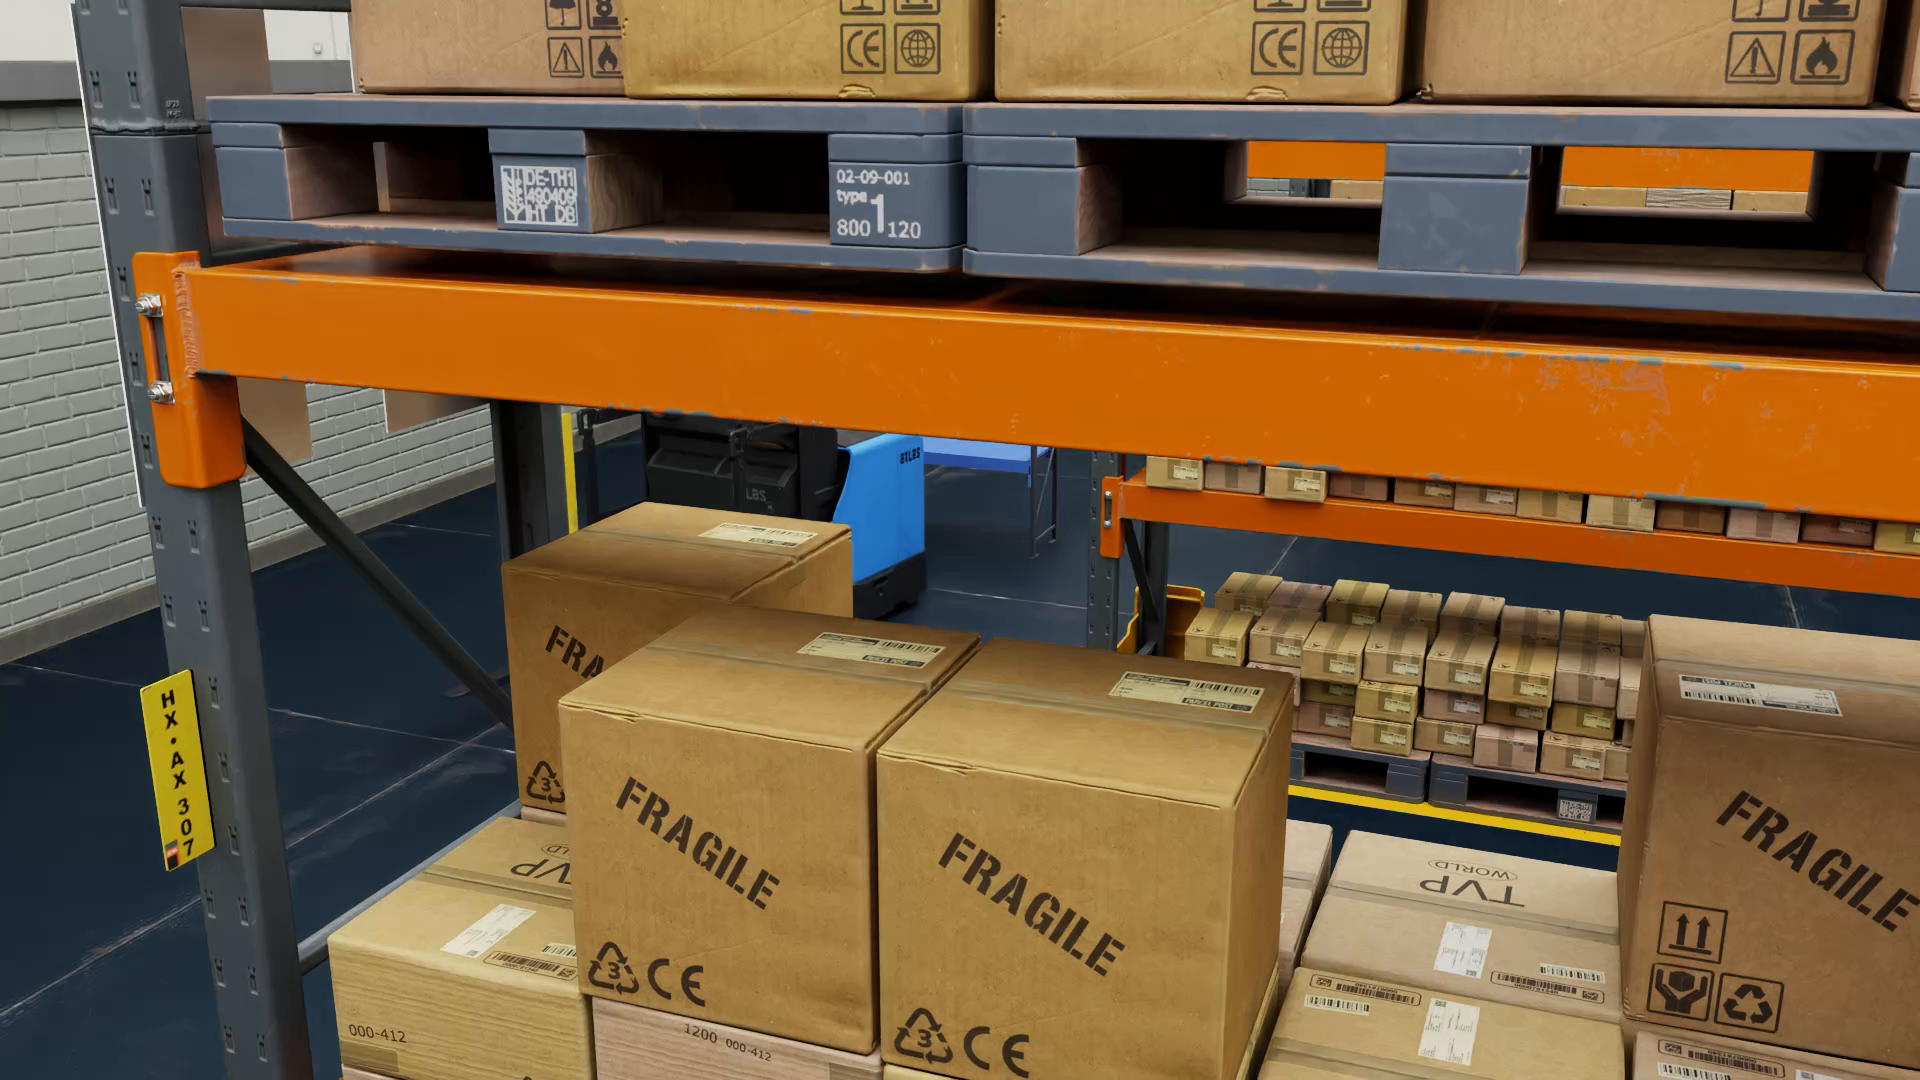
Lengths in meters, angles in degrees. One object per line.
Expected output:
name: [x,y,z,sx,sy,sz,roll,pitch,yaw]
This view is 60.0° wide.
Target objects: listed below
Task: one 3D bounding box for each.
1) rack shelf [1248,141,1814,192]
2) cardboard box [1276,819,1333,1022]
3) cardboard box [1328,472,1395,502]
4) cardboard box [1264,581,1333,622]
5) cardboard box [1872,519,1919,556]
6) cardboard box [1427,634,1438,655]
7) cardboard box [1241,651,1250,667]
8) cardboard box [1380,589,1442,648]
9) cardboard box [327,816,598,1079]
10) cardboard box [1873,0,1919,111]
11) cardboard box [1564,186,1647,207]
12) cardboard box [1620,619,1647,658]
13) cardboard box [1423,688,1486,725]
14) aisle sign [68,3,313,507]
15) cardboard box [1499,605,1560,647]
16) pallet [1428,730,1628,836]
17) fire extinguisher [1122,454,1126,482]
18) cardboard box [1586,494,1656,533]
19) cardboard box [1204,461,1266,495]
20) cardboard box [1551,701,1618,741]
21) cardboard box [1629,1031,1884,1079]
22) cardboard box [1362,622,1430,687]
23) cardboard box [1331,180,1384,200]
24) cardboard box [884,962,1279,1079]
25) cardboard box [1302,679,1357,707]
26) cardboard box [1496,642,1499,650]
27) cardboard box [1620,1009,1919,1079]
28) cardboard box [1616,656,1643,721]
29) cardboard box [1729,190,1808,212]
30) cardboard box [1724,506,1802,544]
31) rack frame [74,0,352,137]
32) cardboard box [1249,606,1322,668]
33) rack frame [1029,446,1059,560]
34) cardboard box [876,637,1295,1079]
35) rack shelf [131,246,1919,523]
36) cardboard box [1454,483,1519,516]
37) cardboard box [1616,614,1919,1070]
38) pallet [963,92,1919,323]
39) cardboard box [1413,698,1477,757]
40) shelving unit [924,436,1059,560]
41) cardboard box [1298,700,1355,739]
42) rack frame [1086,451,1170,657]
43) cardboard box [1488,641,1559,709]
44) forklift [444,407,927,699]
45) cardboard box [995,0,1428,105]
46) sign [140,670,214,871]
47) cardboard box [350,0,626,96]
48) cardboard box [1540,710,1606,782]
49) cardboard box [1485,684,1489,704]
rack shelf: [2.680,-1.471,6.772,4.000,0.370,1.077,6,17,21]
cardboard box: [0.399,0.709,3.086,0.500,0.250,0.500,6,17,19]
cardboard box: [1.774,-0.294,7.258,0.250,0.149,0.380,7,18,23]
cardboard box: [1.617,0.330,7.950,0.250,0.149,0.380,7,17,22]
cardboard box: [3.682,-0.060,6.452,0.250,0.149,0.380,7,18,23]
cardboard box: [2.111,0.531,7.793,0.250,0.149,0.380,6,17,20]
cardboard box: [1.213,0.564,7.678,0.250,0.149,0.380,7,18,23]
cardboard box: [2.123,0.366,7.825,0.250,0.149,0.380,6,17,18]
cardboard box: [-0.747,0.743,2.968,0.500,0.250,0.500,6,17,19]
cardboard box: [1.378,-0.755,1.900,0.500,0.500,0.700,7,18,23]
cardboard box: [4.313,-2.128,11.150,0.500,0.500,0.500,6,17,21]
cardboard box: [3.067,0.490,7.399,0.250,0.149,0.380,6,17,18]
cardboard box: [2.187,0.666,7.328,0.250,0.149,0.380,5,17,18]
aisle sign: [-1.272,-0.483,2.794,0.004,0.787,0.394,6,17,21]
cardboard box: [2.597,0.435,7.588,0.250,0.149,0.380,6,17,19]
pallet: [2.764,0.984,7.407,1.213,0.211,1.003,6,17,21]
fire extinguisher: [0.754,-0.510,8.358,0.183,0.674,0.296,6,17,21]
cardboard box: [2.708,-0.161,6.798,0.250,0.149,0.380,7,17,22]
cardboard box: [1.252,-0.327,7.370,0.250,0.149,0.380,7,18,23]
cardboard box: [2.702,0.713,7.165,0.250,0.149,0.380,7,18,23]
cardboard box: [1.162,0.952,2.250,0.500,0.250,0.500,7,17,22]
cardboard box: [1.931,0.502,7.356,0.250,0.149,0.380,5,17,18]
cardboard box: [2.884,-2.280,11.675,0.500,0.500,0.500,6,17,19]
cardboard box: [0.205,0.847,2.610,0.500,0.250,0.500,6,17,19]
cardboard box: [1.707,0.609,7.524,0.250,0.149,0.380,7,17,21]
cardboard box: [2.617,0.557,7.701,0.250,0.149,0.380,7,18,23]
cardboard box: [1.341,0.814,2.726,0.500,0.250,0.500,7,17,22]
cardboard box: [2.874,0.627,6.928,0.250,0.149,0.380,6,17,19]
cardboard box: [5.253,-2.025,10.795,0.500,0.500,0.500,6,17,20]
cardboard box: [3.188,-0.113,6.634,0.250,0.149,0.380,5,17,18]
rack frame: [-1.095,-2.186,2.562,0.127,3.000,1.000,6,17,21]
cardboard box: [1.483,0.440,7.572,0.250,0.149,0.380,7,17,22]
rack frame: [0.552,-0.660,10.755,0.032,1.500,0.500,6,17,21]
cardboard box: [0.202,0.486,2.510,0.500,0.500,0.500,6,17,19]
rack shelf: [0.766,-0.195,2.376,4.000,0.370,1.077,6,17,21]
cardboard box: [2.237,-0.228,7.028,0.250,0.149,0.380,6,17,20]
cardboard box: [1.334,0.454,2.621,0.500,0.500,0.500,6,17,19]
pallet: [0.738,-0.505,2.313,1.213,0.211,1.003,6,17,21]
cardboard box: [2.166,0.808,7.369,0.250,0.149,0.380,6,17,21]
shelving unit: [0.079,-0.712,10.934,1.048,1.500,0.538,6,17,21]
cardboard box: [1.696,0.752,7.562,0.250,0.149,0.380,6,17,21]
rack frame: [0.819,-0.581,7.794,0.127,3.000,1.000,6,17,21]
cardboard box: [2.414,0.572,7.116,0.250,0.149,0.380,7,17,21]
forklift: [-1.381,-0.775,8.587,1.130,2.935,3.031,9,19,29]
cardboard box: [0.387,-0.875,2.314,0.500,0.500,0.700,5,17,17]
sign: [-1.304,0.385,2.773,0.005,0.325,0.100,6,17,21]
cardboard box: [-0.591,-1.004,2.759,0.500,0.500,0.700,5,17,17]
cardboard box: [2.633,0.878,7.129,0.250,0.149,0.380,6,17,21]
cardboard box: [2.371,0.667,7.855,0.250,0.149,0.380,5,17,18]
